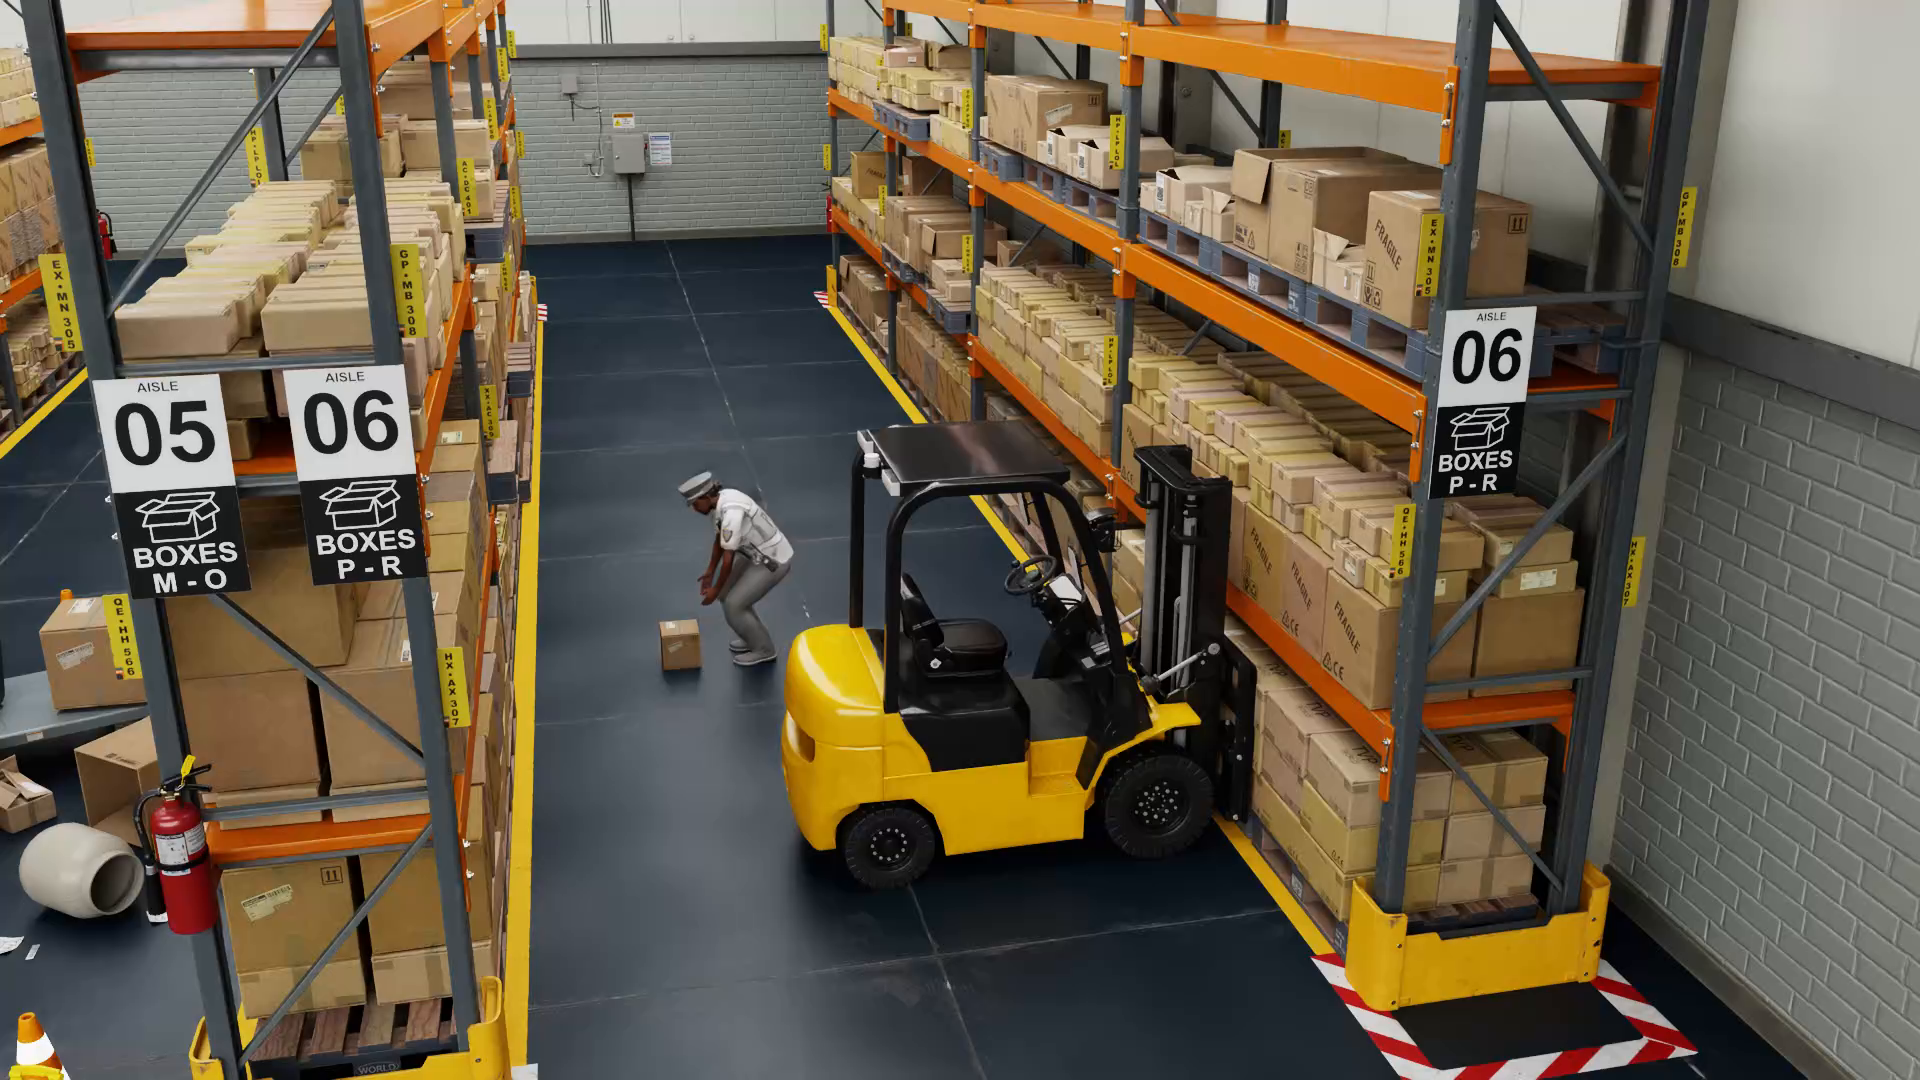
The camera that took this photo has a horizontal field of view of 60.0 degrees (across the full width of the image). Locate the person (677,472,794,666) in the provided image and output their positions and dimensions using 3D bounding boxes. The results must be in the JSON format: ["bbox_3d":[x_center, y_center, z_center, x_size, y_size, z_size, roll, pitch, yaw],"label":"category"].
[{"bbox_3d":[-1.477,0.179,11.078,0.741,1.331,0.496,-4,20,-12],"label":"person"}]
